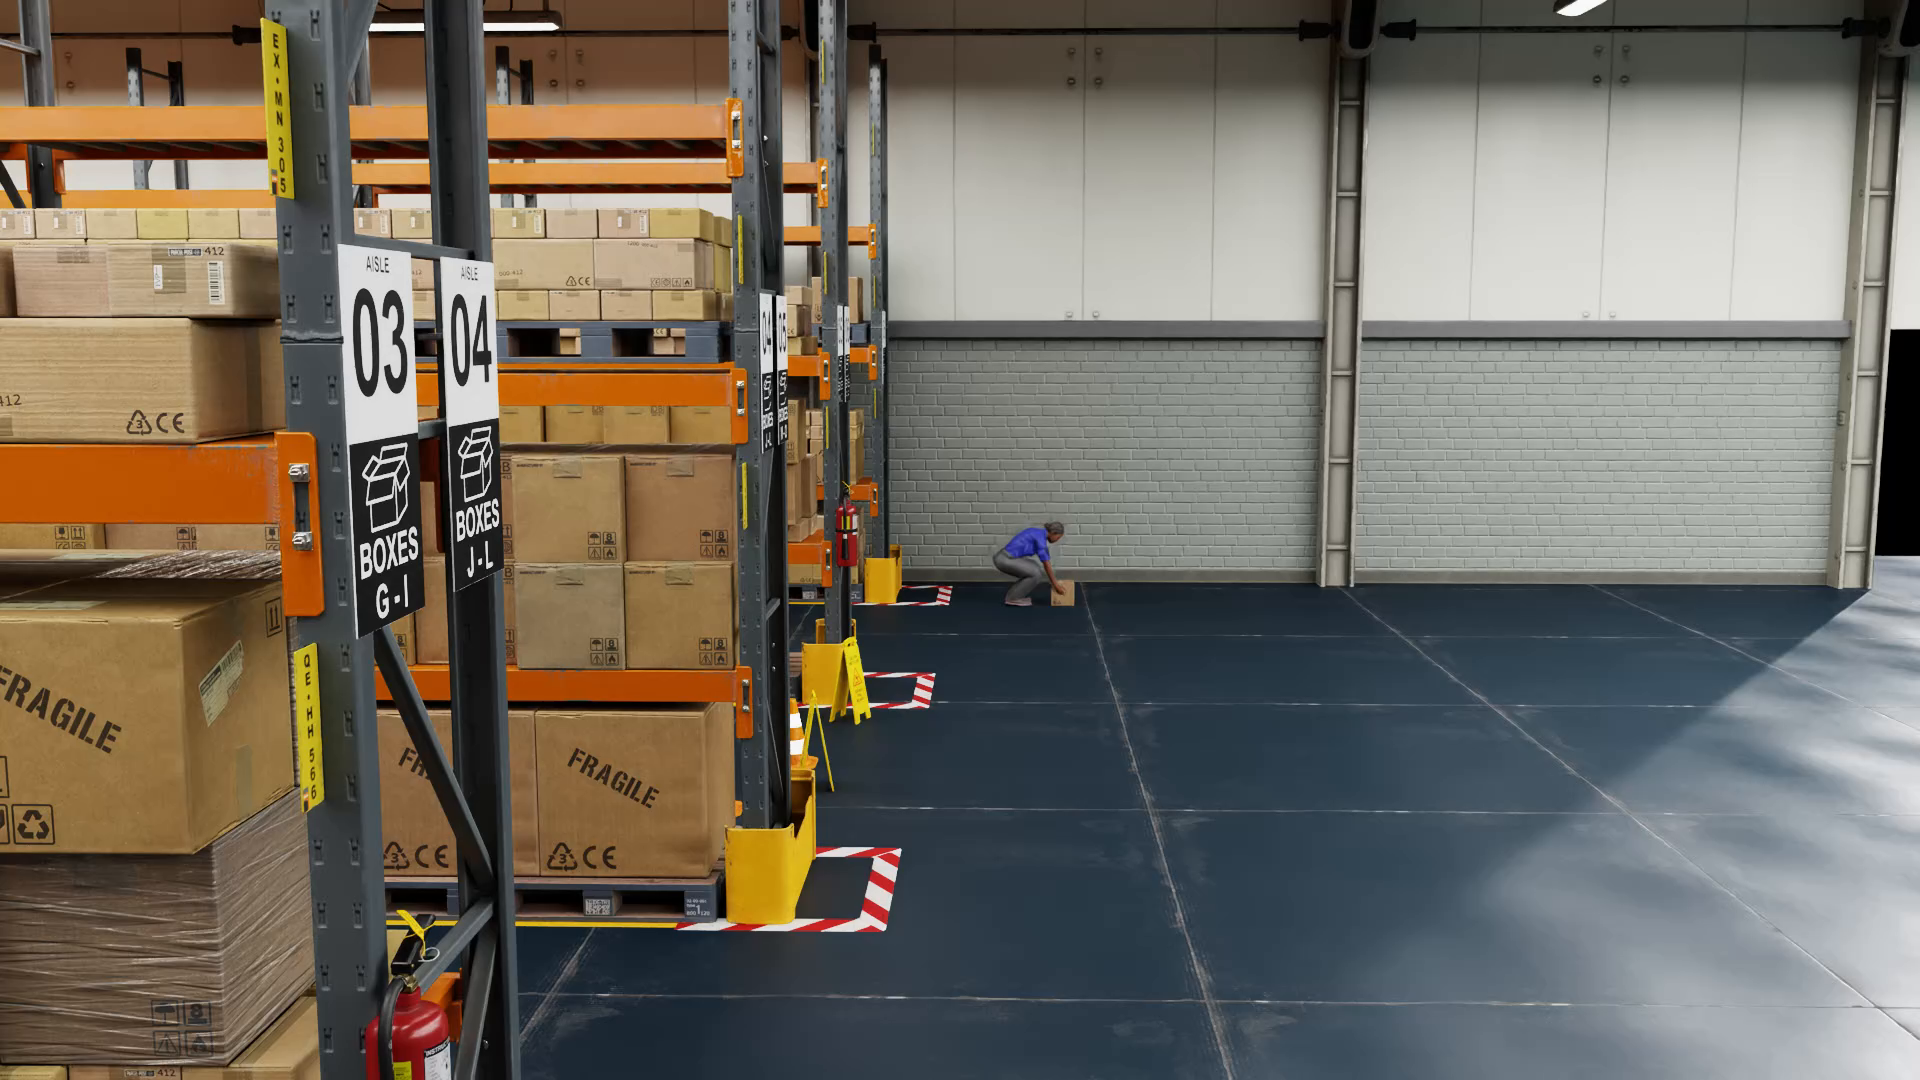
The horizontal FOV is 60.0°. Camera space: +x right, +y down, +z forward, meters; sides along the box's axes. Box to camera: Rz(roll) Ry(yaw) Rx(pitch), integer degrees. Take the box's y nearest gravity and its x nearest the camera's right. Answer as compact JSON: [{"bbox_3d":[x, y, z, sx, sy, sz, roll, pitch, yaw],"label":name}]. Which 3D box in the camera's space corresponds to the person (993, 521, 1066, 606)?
[{"bbox_3d":[0.761,0.254,18.279,0.807,0.911,0.483,0,7,1],"label":"person"}]
